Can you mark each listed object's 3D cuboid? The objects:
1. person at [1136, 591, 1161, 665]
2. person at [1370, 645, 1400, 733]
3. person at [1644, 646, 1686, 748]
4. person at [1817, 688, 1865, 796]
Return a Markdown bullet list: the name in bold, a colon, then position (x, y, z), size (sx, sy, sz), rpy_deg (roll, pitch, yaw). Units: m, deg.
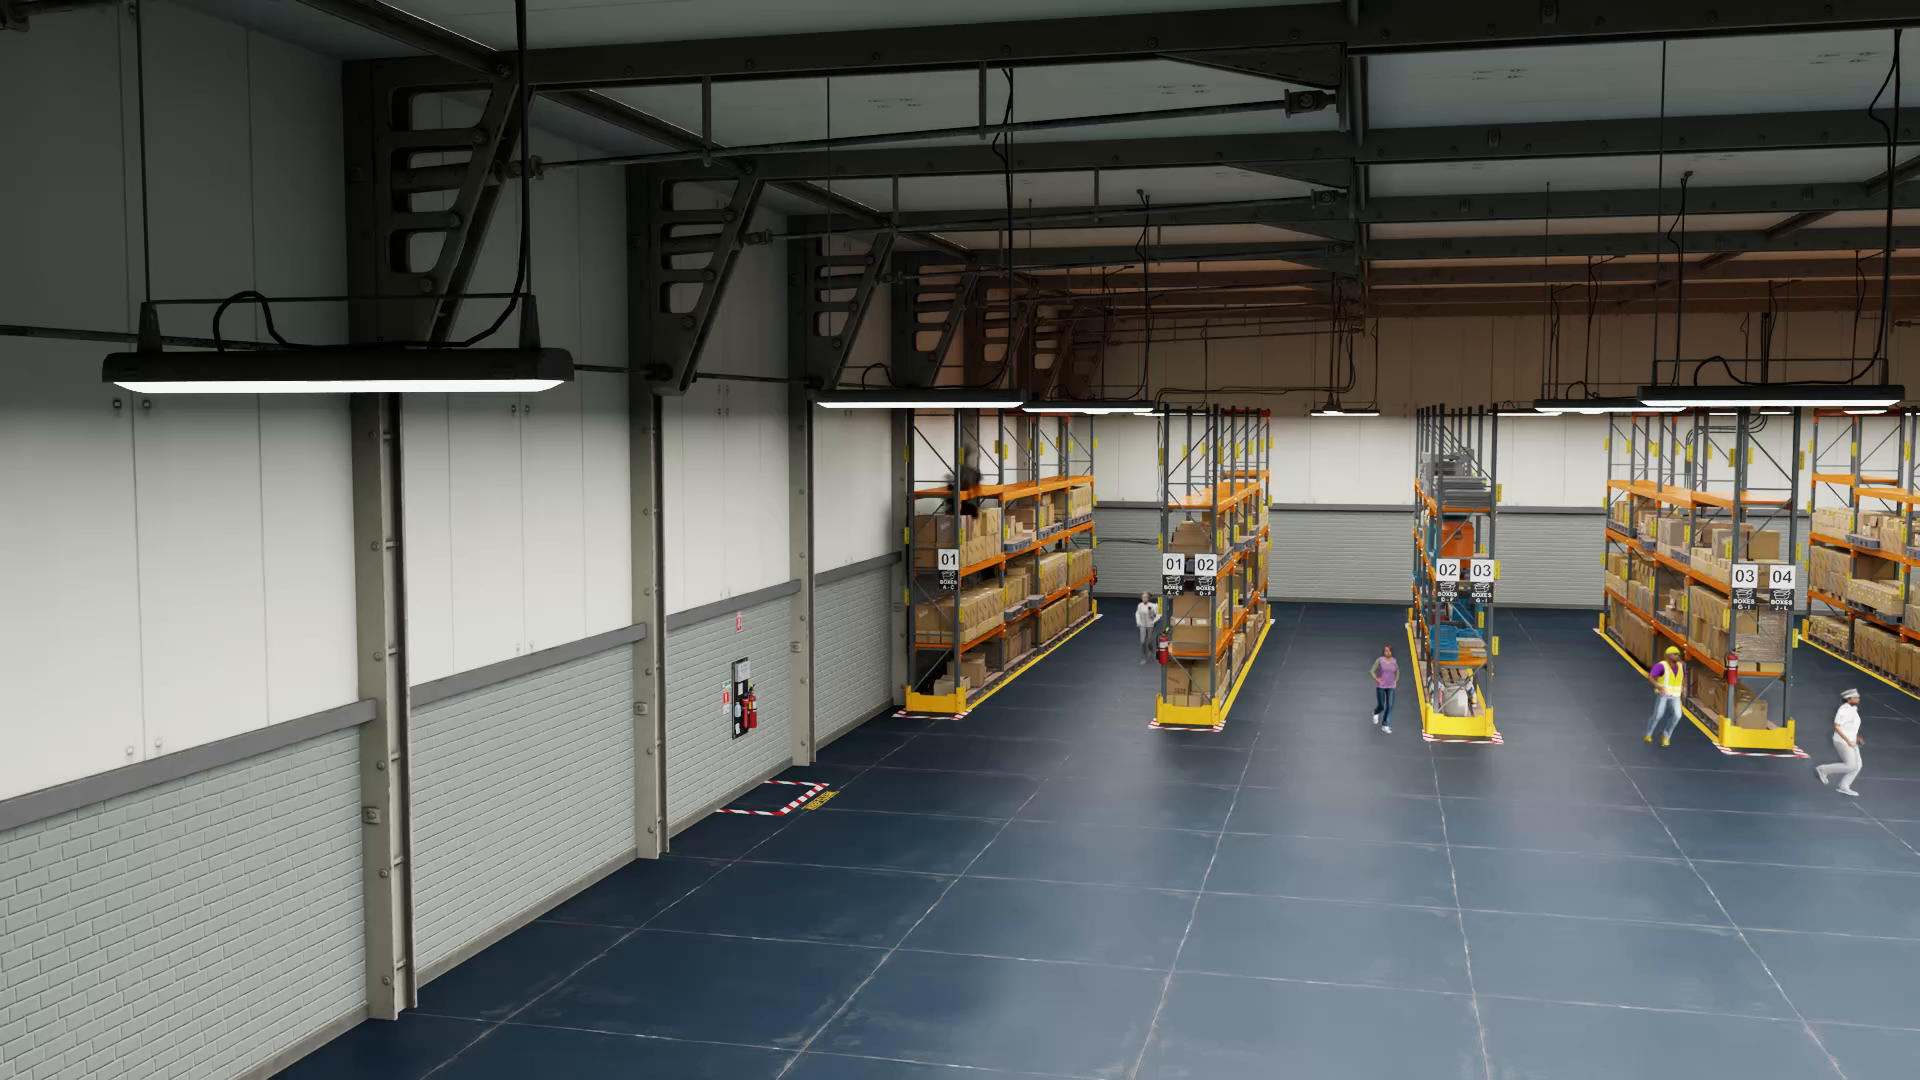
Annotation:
- **person**: position (4.423, 2.056, 38.995), size (0.635, 1.729, 0.747), rpy_deg (2, 5, 23)
- **person**: position (7.824, 2.728, 30.631), size (0.549, 1.595, 0.603), rpy_deg (0, 4, 0)
- **person**: position (12.431, 2.747, 29.166), size (0.764, 1.760, 0.666), rpy_deg (0, 4, -2)
- **person**: position (13.471, 3.062, 25.426), size (0.586, 1.651, 0.557), rpy_deg (4, 6, 44)
